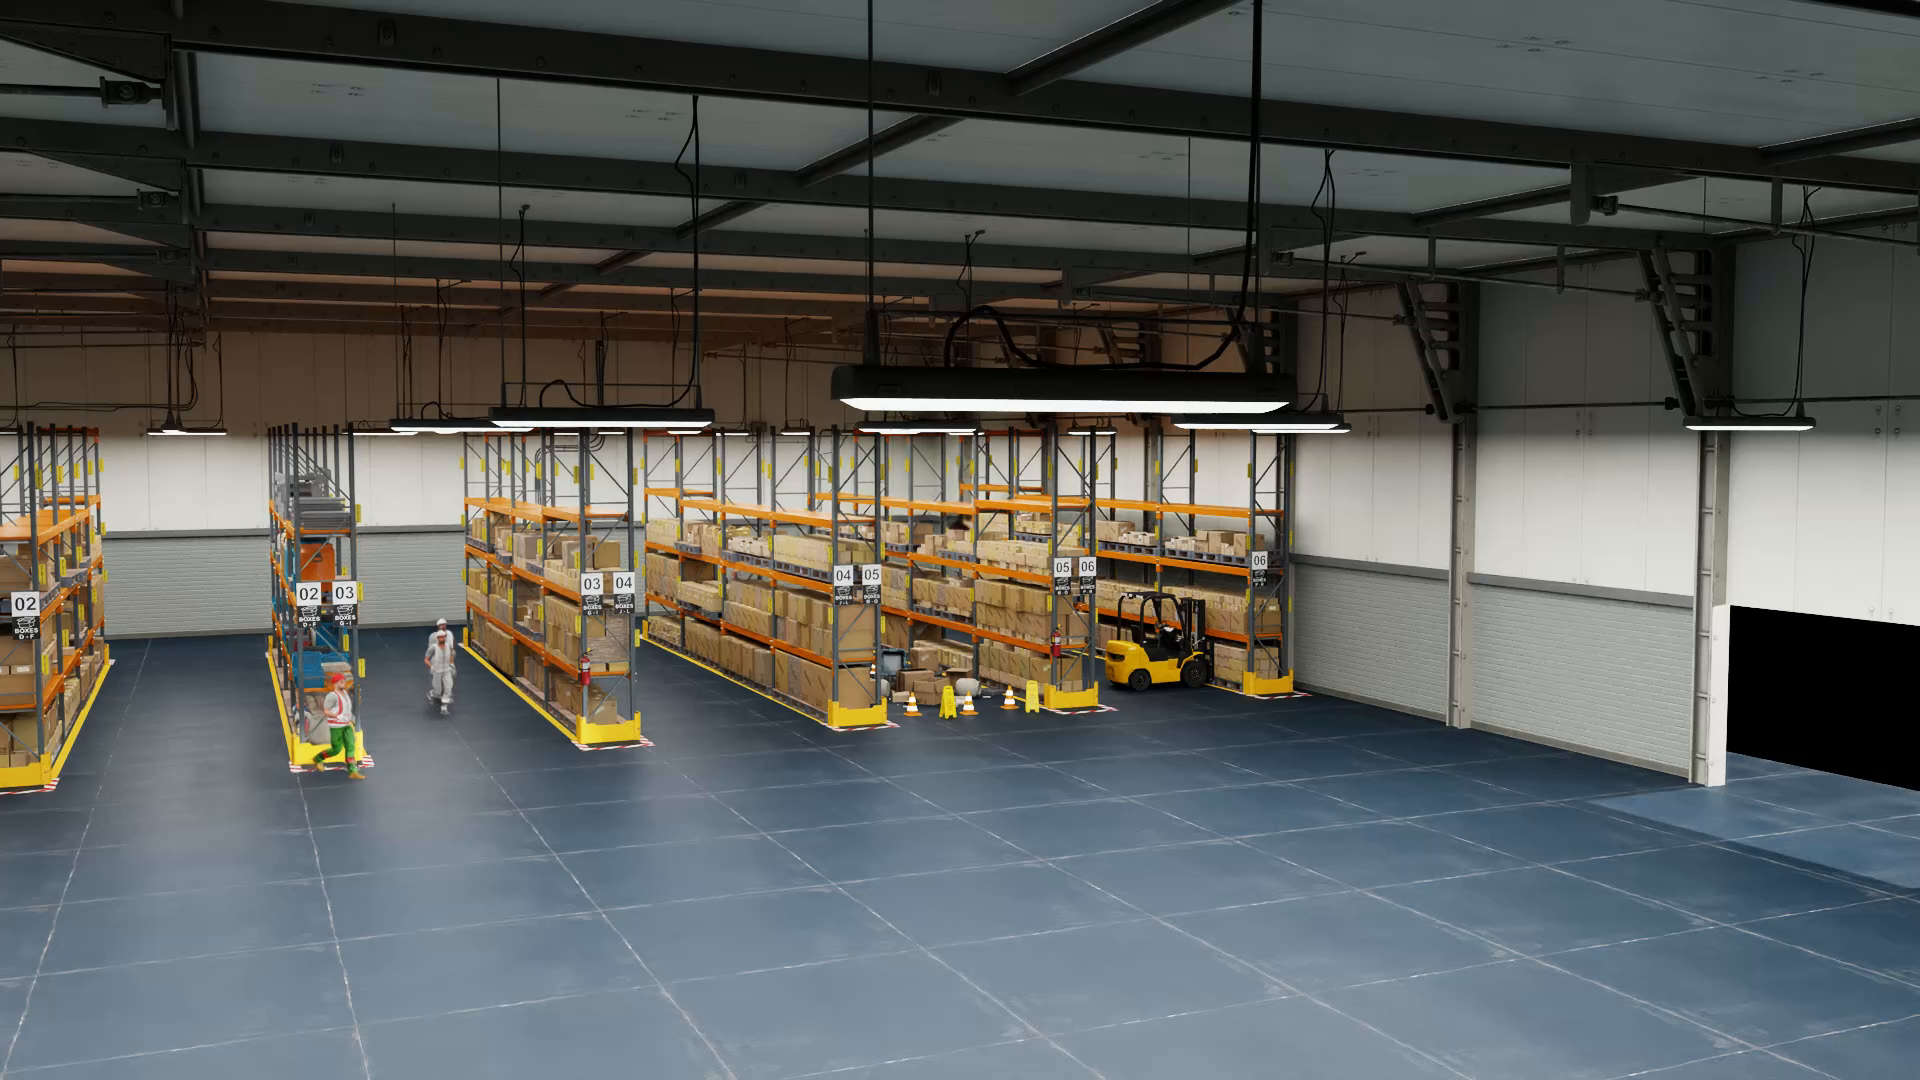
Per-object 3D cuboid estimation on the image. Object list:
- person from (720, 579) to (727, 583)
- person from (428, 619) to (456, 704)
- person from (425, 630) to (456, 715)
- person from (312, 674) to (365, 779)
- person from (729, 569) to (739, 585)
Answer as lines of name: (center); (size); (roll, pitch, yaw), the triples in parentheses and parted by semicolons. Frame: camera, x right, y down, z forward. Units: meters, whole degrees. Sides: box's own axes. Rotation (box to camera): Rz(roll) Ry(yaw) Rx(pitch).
person: (-6.853, 1.928, 48.461); (0.618, 1.677, 0.908); (-3, 4, -36)
person: (-11.203, 2.625, 36.068); (0.654, 1.835, 0.735); (-2, 4, -36)
person: (-10.819, 2.740, 34.567); (0.646, 1.748, 0.797); (-3, 5, -42)
person: (-10.421, 3.122, 27.896); (0.956, 1.775, 0.670); (1, 4, 15)
person: (-6.709, 1.767, 50.174); (0.931, 1.810, 0.708); (-1, 4, -19)
